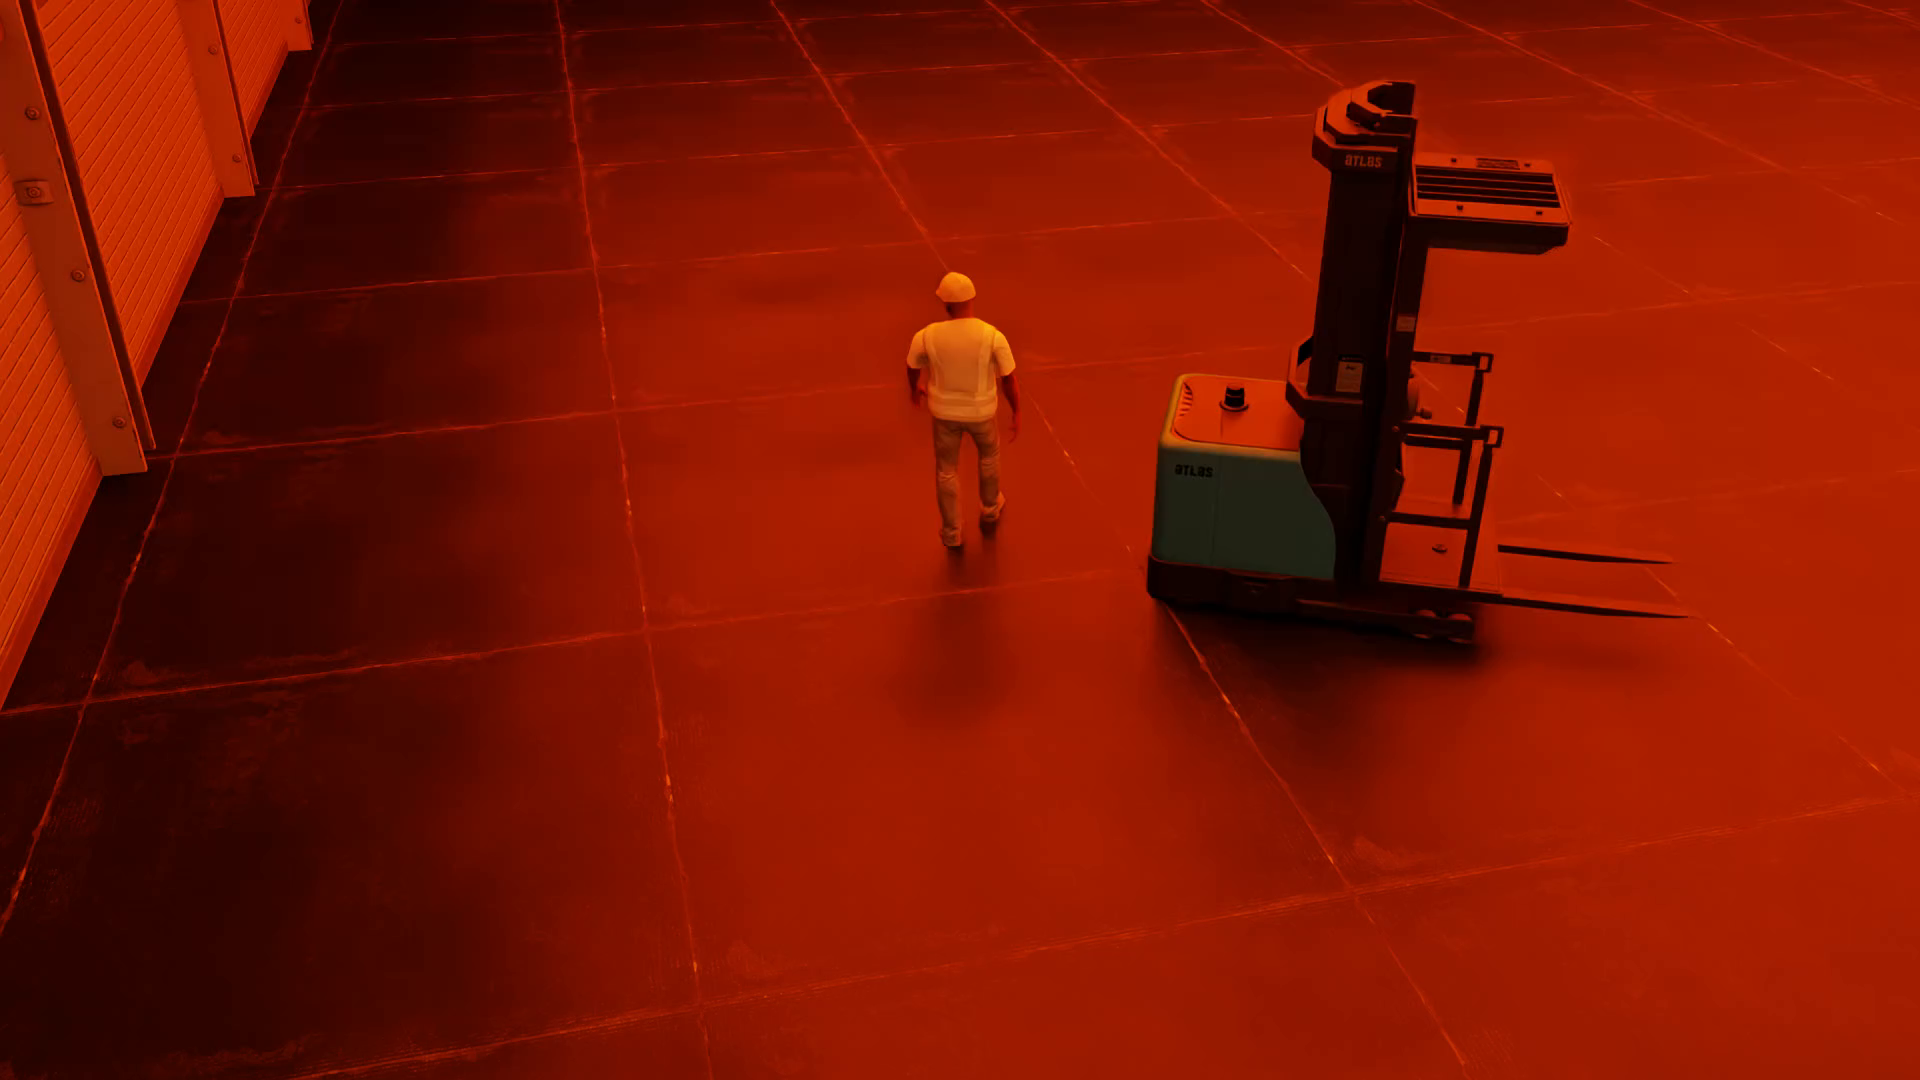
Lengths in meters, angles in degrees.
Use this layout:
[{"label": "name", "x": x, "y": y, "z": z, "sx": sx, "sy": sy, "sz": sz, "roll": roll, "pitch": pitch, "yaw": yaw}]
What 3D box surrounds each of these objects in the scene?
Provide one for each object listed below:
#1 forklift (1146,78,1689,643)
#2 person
[{"label": "forklift", "x": 2.678, "y": -0.973, "z": 9.255, "sx": 3.031, "sy": 2.935, "sz": 1.130, "roll": 6, "pitch": 31, "yaw": 11}, {"label": "person", "x": 0.032, "y": -0.851, "z": 10.251, "sx": 0.705, "sy": 1.742, "sz": 0.672, "roll": 1, "pitch": 30, "yaw": 2}]
